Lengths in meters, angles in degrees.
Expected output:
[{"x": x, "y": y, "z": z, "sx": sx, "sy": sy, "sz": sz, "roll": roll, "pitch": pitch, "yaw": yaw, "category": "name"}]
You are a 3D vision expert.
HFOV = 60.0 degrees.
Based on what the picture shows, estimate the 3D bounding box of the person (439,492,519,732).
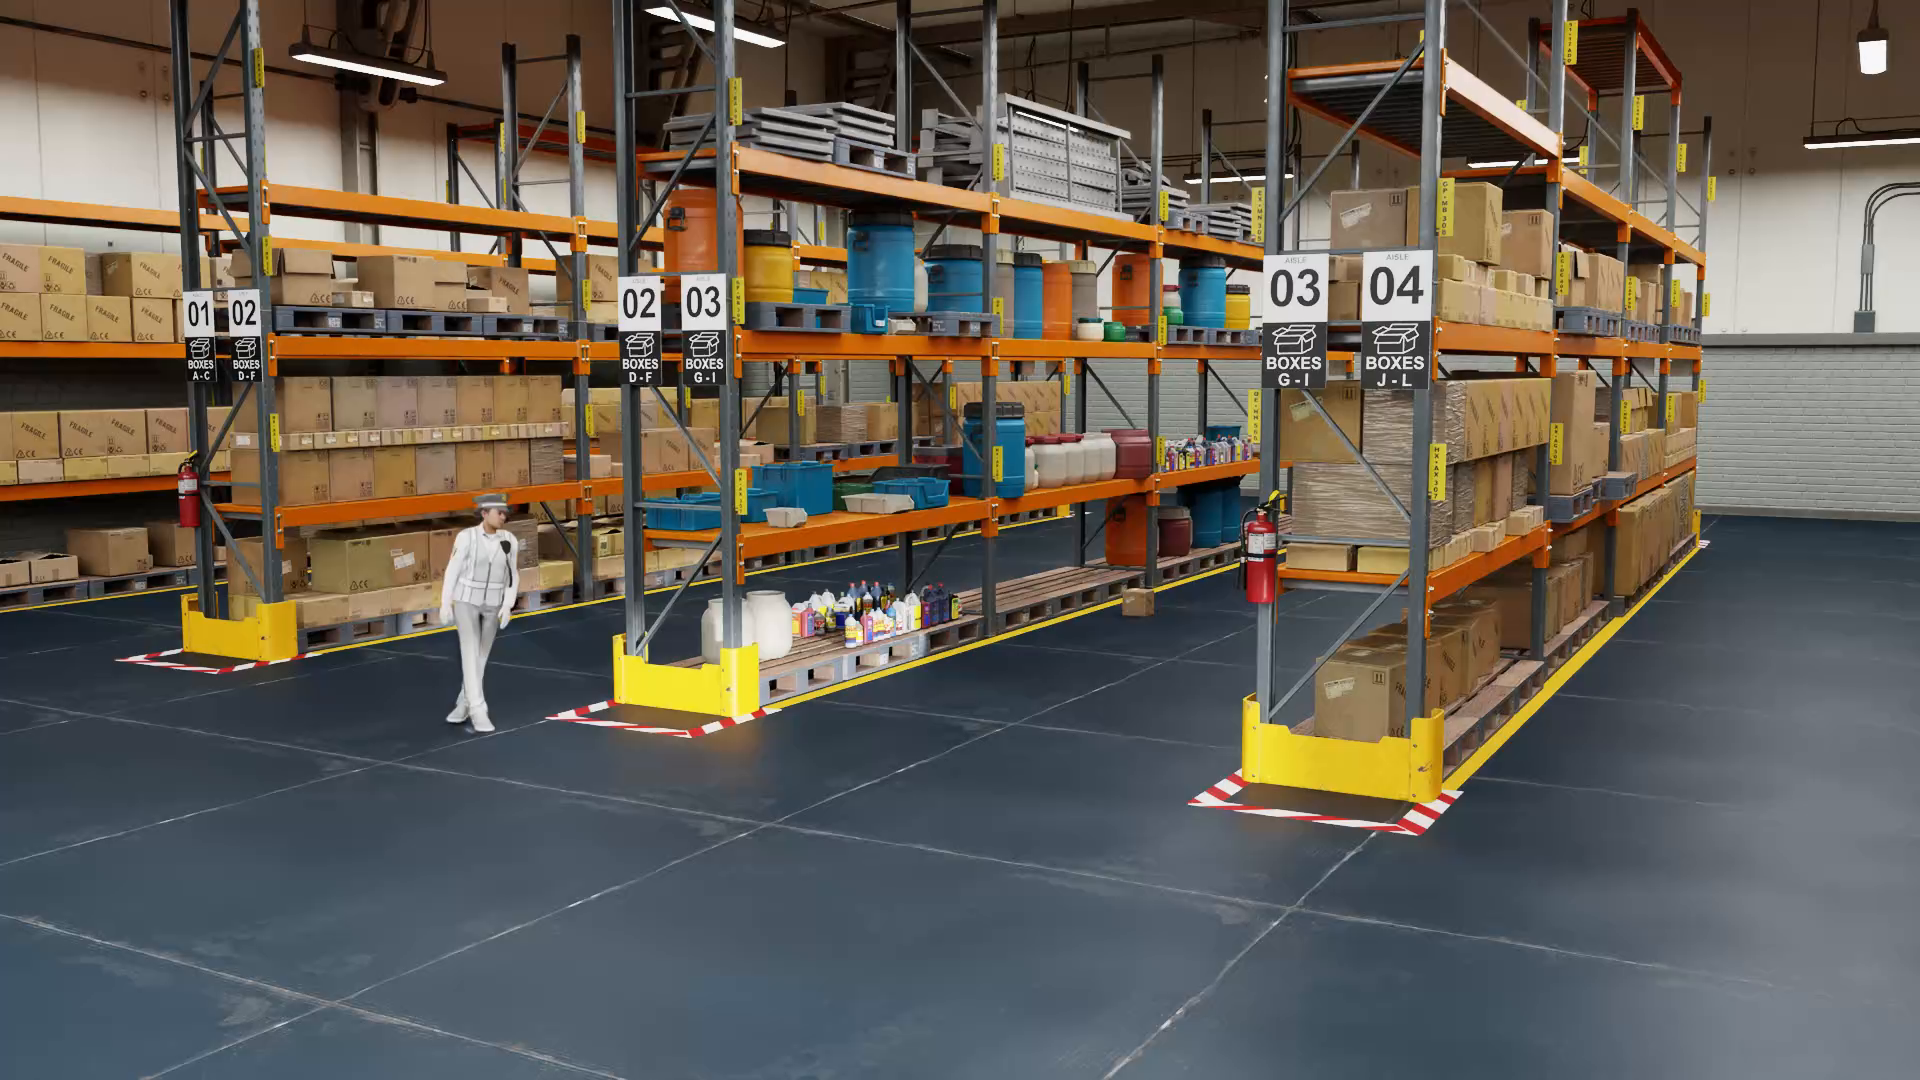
[{"x": -3.342, "y": 0.488, "z": 11.711, "sx": 0.529, "sy": 1.646, "sz": 0.764, "roll": -4, "pitch": 7, "yaw": -32, "category": "person"}]
